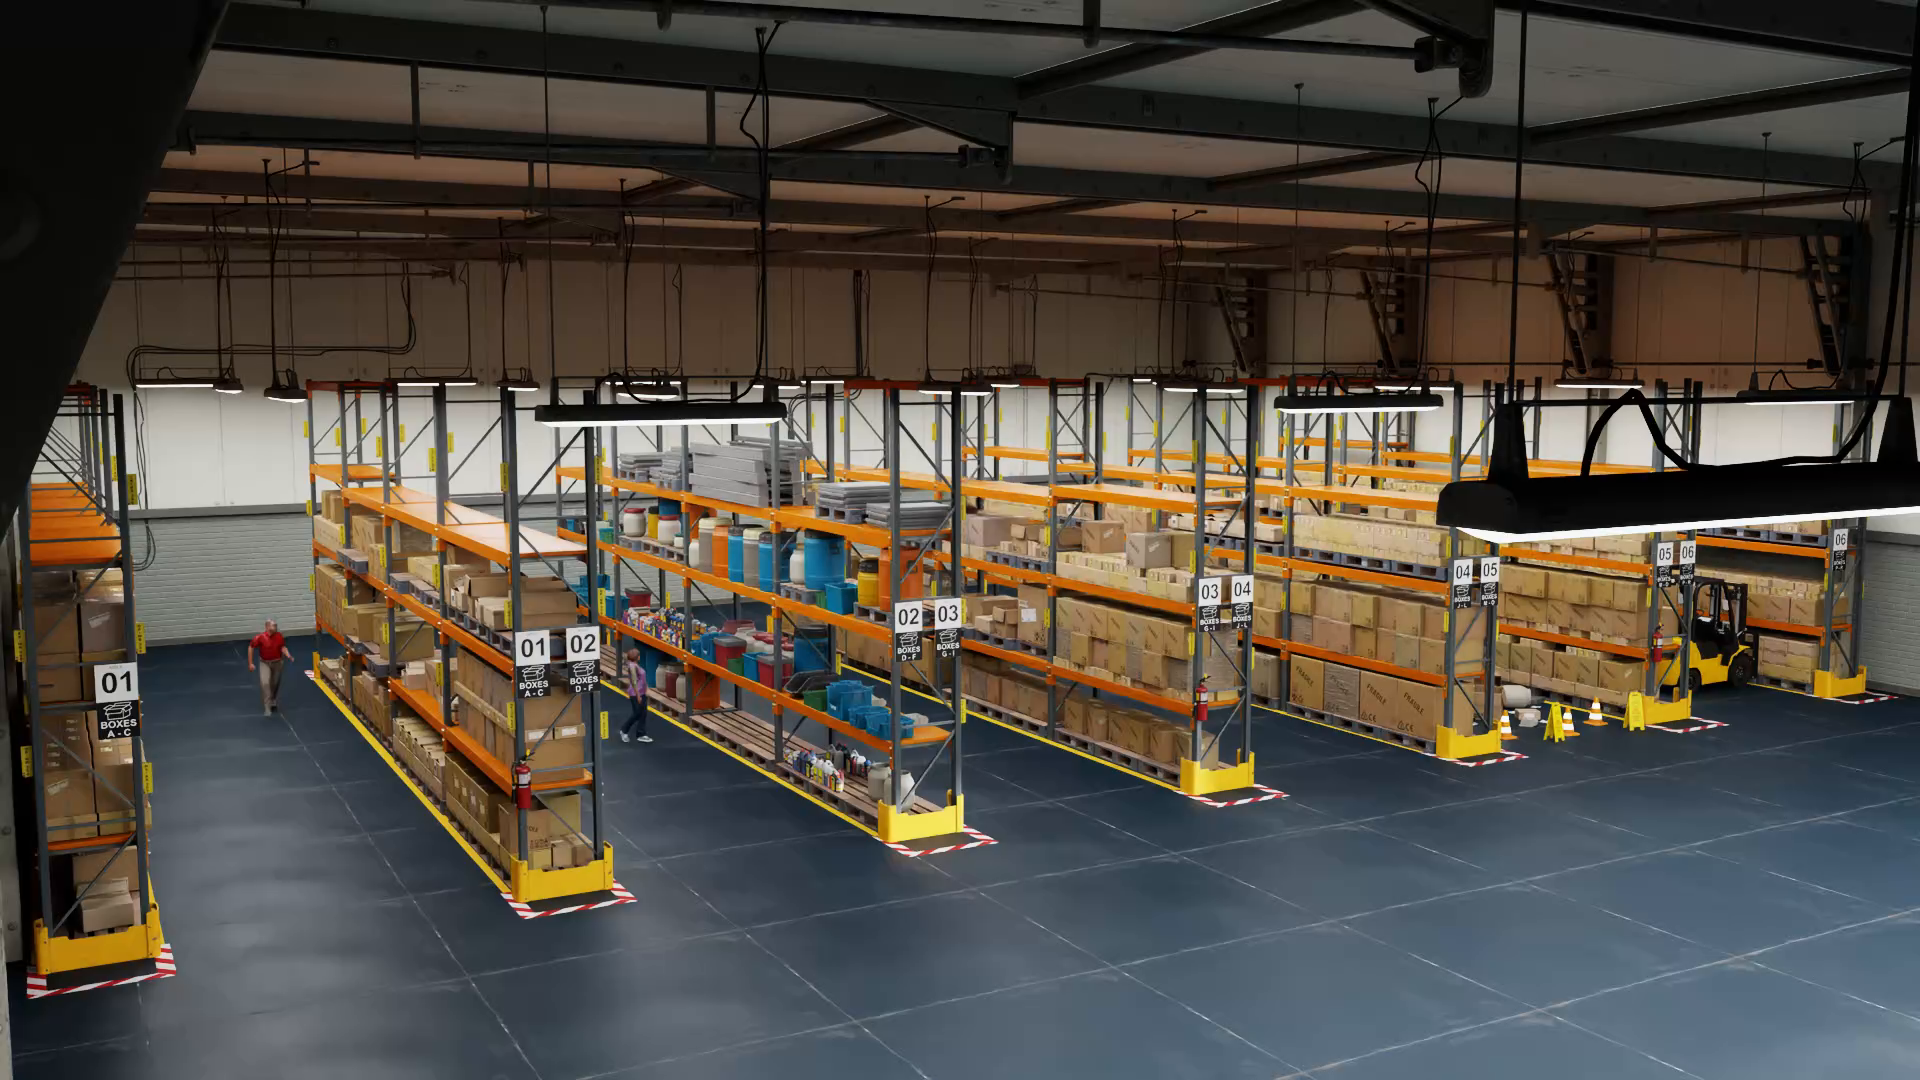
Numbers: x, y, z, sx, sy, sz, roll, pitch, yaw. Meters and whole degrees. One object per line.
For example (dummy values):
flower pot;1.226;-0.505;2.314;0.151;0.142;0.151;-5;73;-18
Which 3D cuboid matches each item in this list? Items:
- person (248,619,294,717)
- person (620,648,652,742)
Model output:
person;-12.535;2.335;30.254;0.748;1.634;0.995;-3;7;-27
person;-5.425;2.591;27.827;0.548;1.588;0.460;1;6;13
